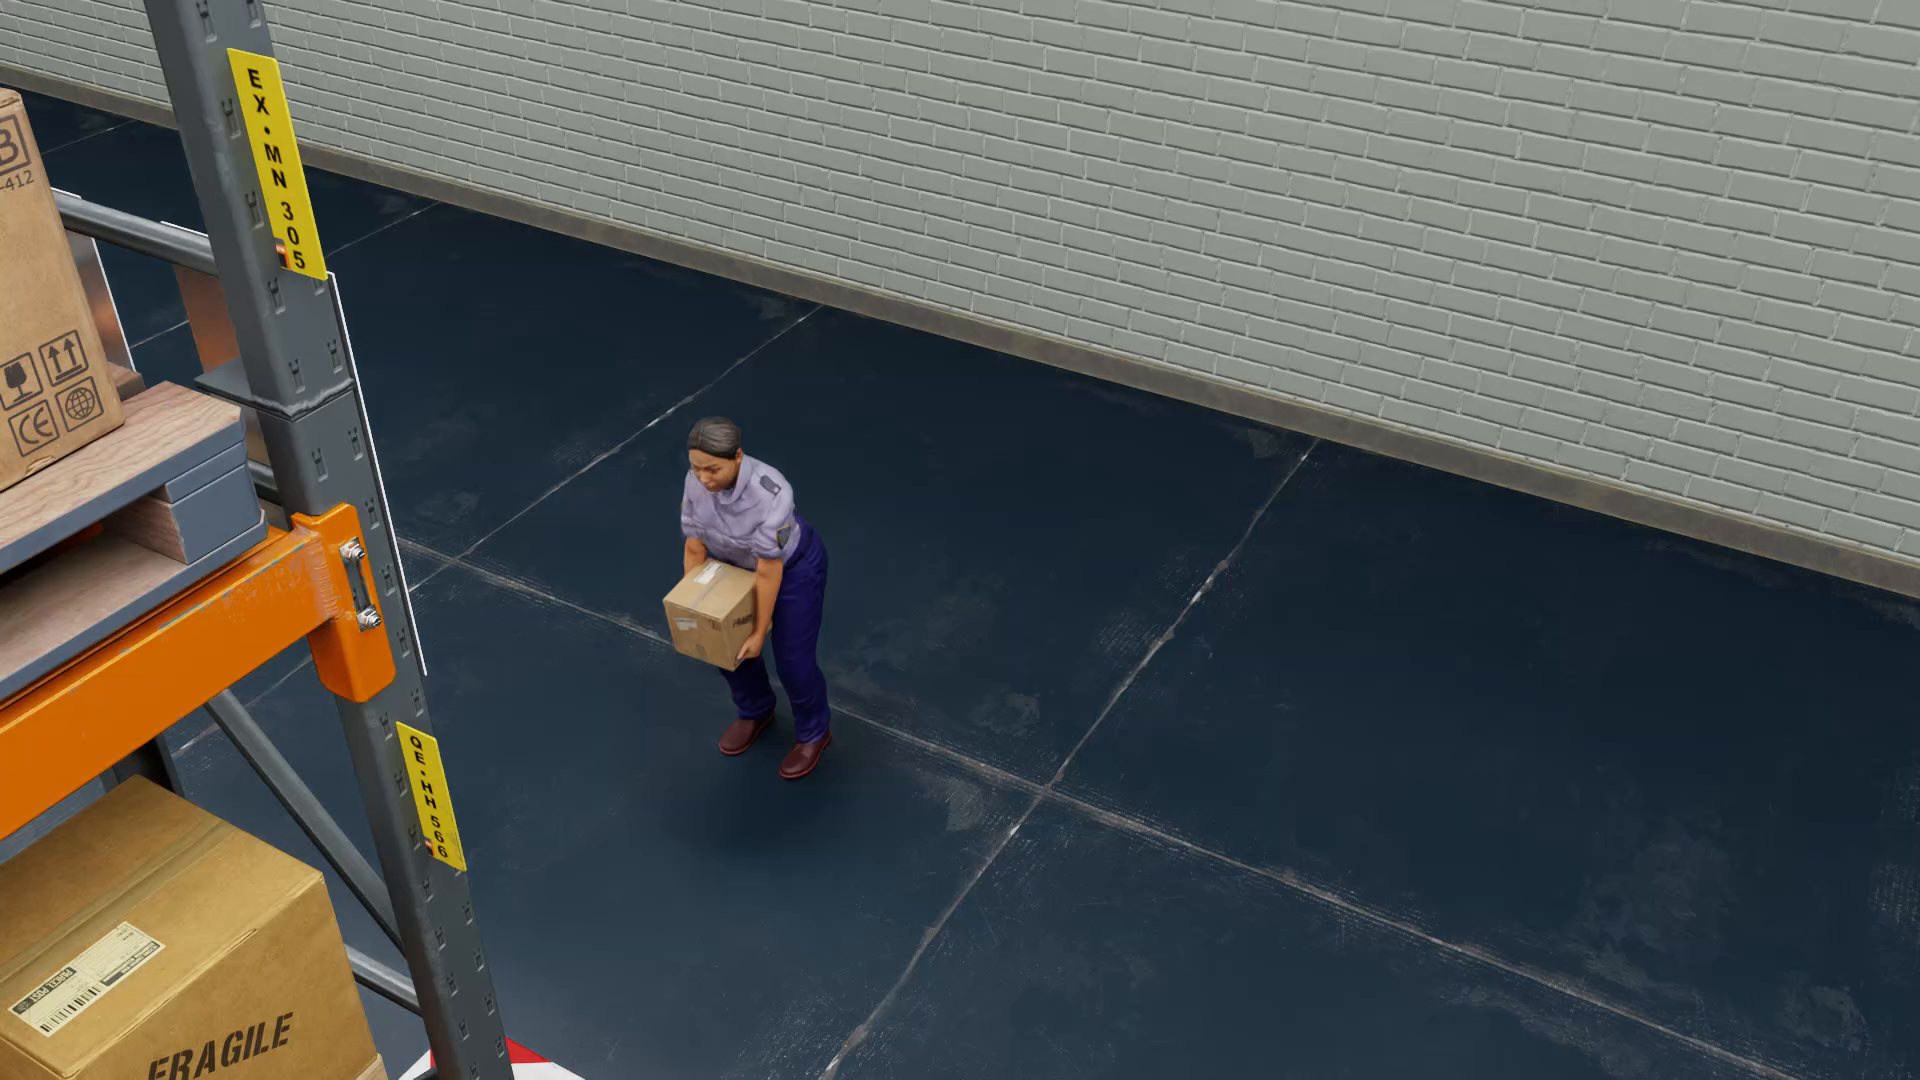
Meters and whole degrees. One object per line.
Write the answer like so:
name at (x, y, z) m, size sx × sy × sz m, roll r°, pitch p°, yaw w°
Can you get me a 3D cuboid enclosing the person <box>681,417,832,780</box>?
person at (-0.742, 0.185, 5.964) m, size 0.438 × 1.568 × 0.577 m, roll 17°, pitch 38°, yaw 23°
